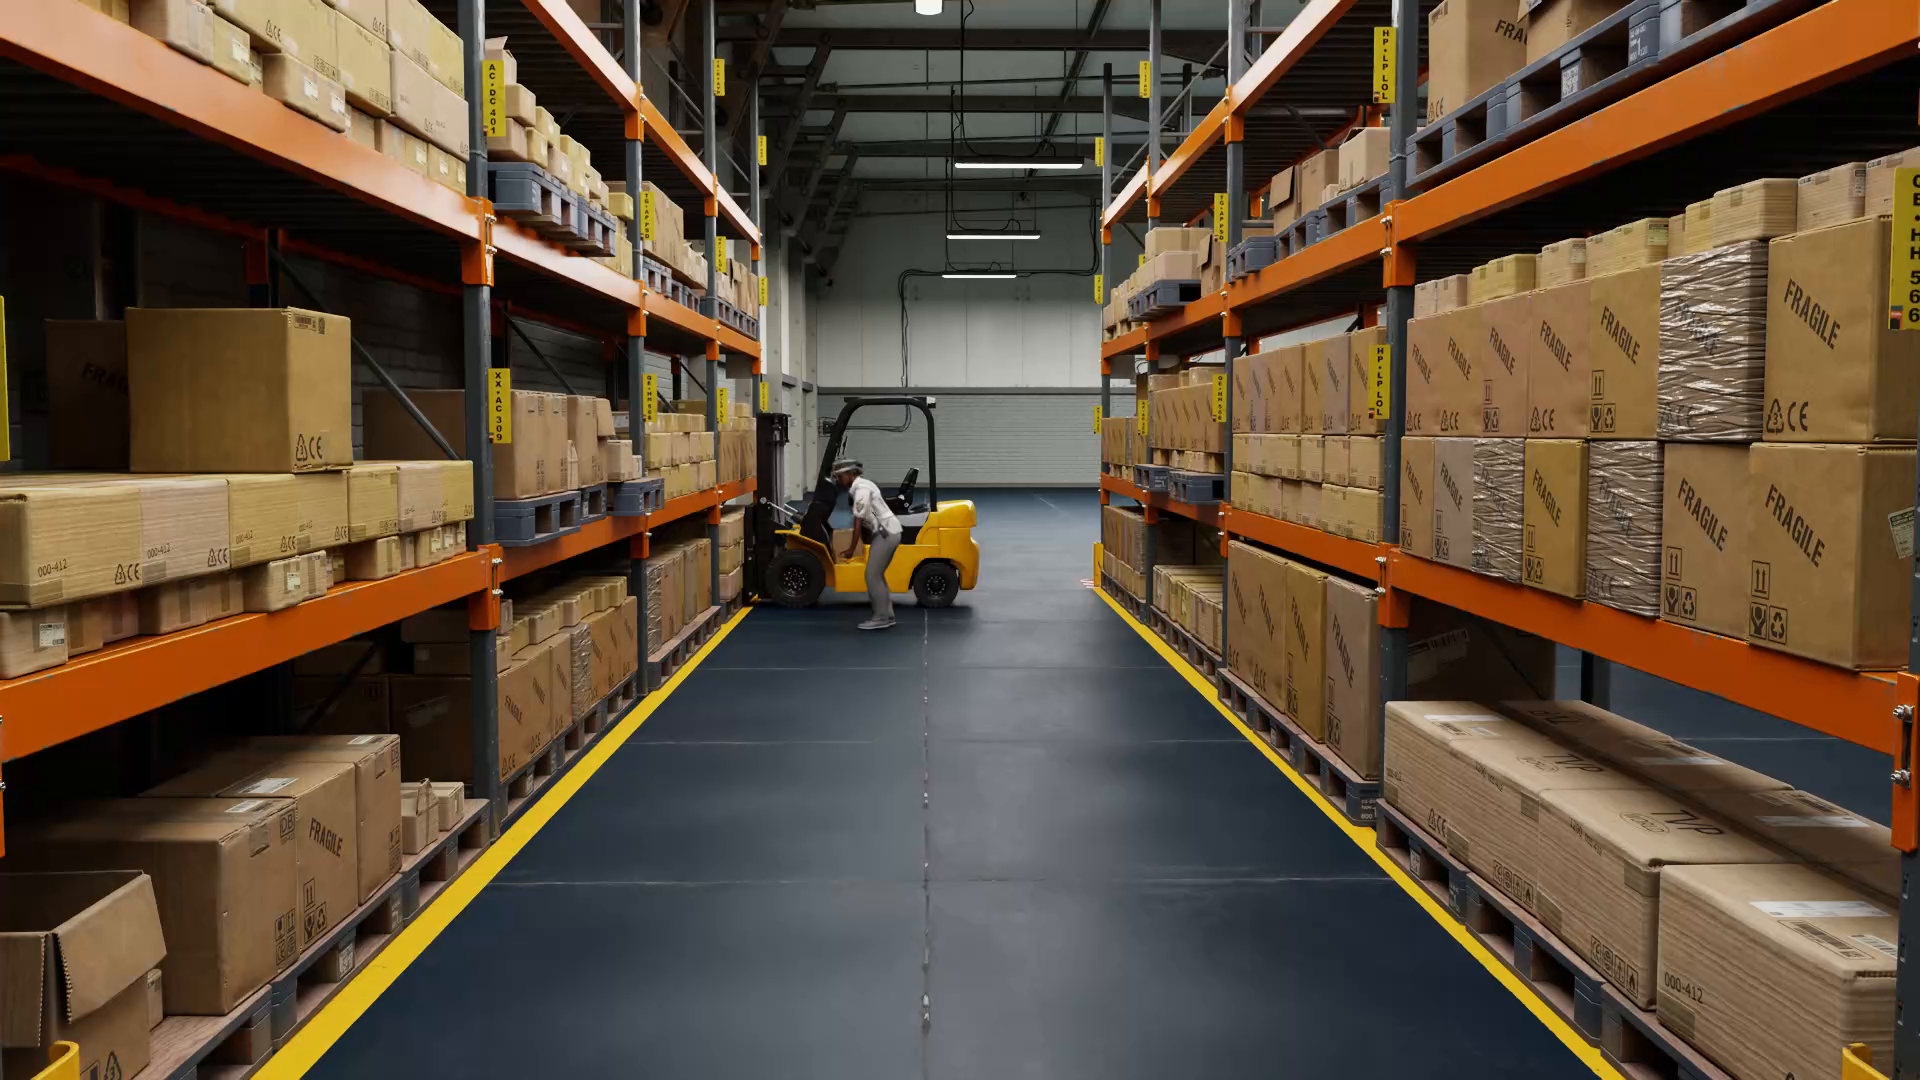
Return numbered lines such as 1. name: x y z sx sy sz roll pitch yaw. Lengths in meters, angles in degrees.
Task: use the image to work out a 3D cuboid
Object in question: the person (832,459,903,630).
1. person: -0.845 0.040 15.244 0.646 1.559 0.412 0 4 -2
